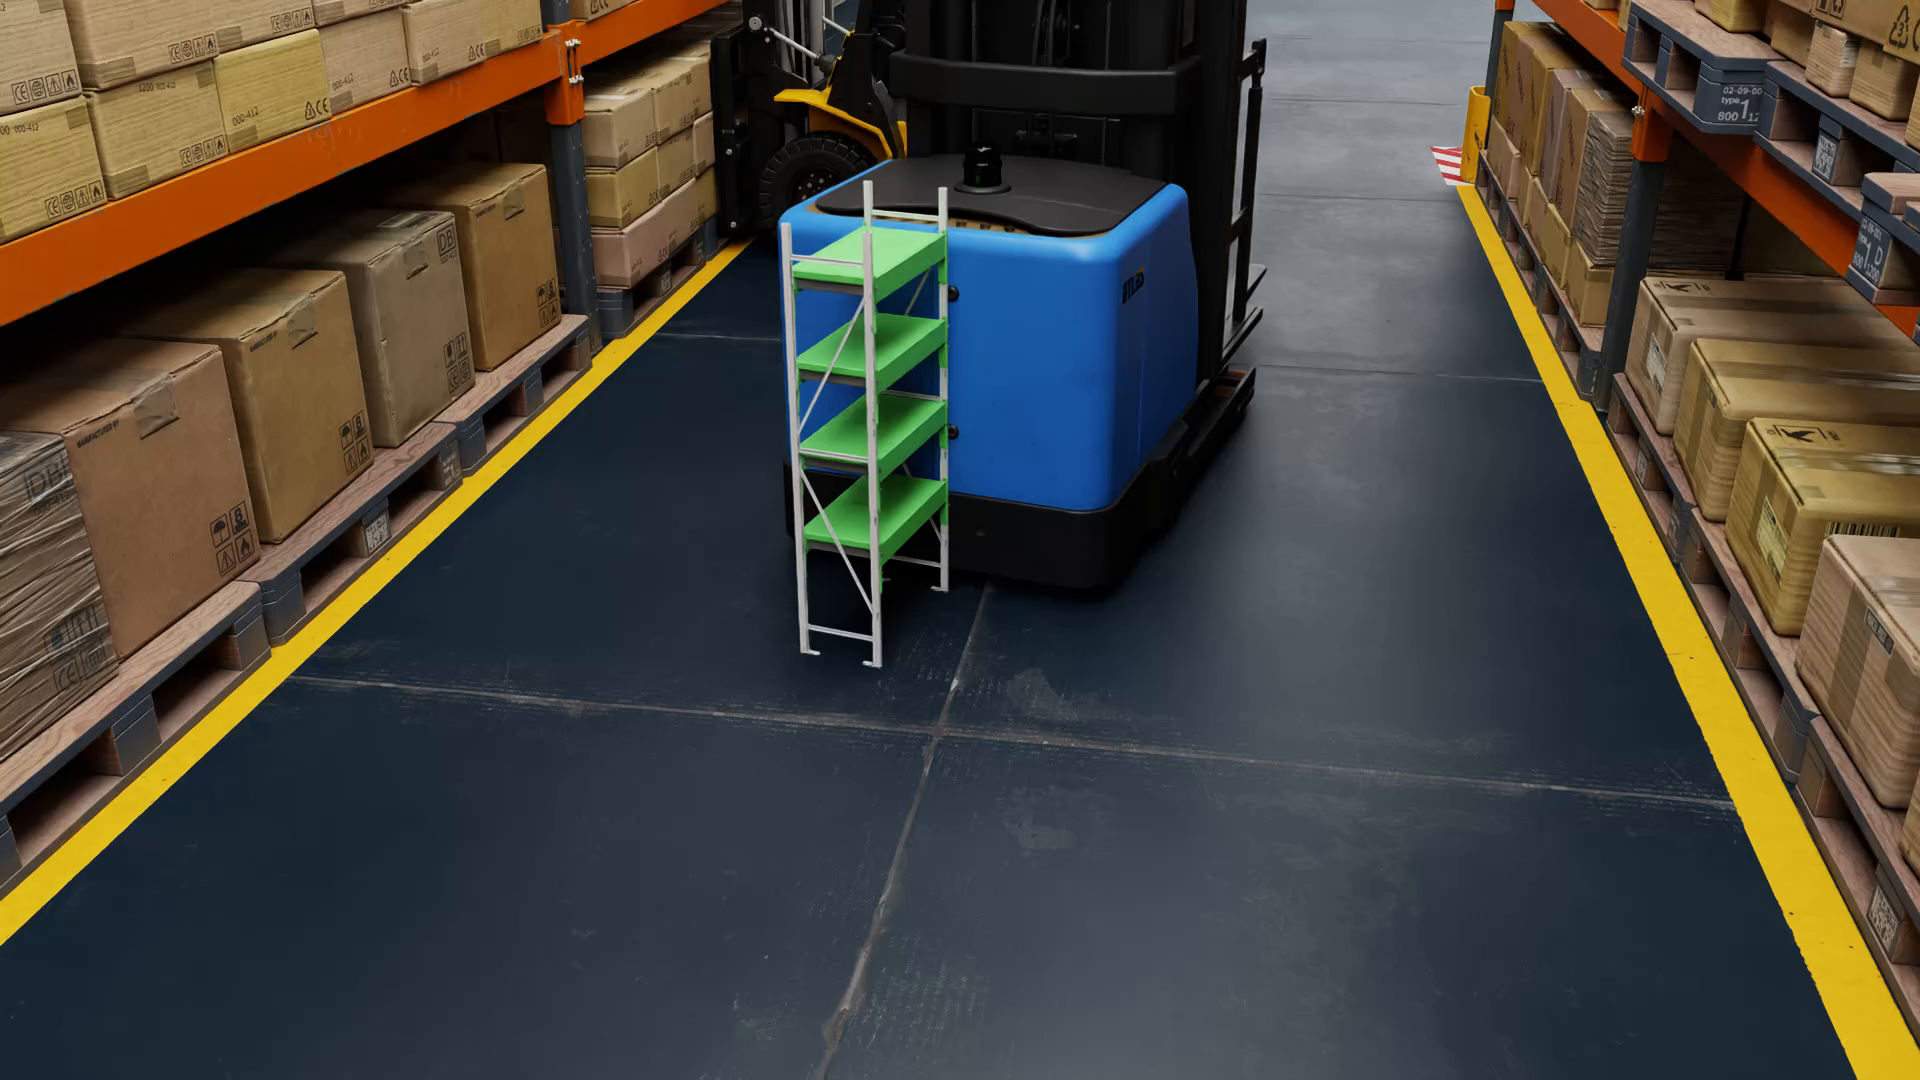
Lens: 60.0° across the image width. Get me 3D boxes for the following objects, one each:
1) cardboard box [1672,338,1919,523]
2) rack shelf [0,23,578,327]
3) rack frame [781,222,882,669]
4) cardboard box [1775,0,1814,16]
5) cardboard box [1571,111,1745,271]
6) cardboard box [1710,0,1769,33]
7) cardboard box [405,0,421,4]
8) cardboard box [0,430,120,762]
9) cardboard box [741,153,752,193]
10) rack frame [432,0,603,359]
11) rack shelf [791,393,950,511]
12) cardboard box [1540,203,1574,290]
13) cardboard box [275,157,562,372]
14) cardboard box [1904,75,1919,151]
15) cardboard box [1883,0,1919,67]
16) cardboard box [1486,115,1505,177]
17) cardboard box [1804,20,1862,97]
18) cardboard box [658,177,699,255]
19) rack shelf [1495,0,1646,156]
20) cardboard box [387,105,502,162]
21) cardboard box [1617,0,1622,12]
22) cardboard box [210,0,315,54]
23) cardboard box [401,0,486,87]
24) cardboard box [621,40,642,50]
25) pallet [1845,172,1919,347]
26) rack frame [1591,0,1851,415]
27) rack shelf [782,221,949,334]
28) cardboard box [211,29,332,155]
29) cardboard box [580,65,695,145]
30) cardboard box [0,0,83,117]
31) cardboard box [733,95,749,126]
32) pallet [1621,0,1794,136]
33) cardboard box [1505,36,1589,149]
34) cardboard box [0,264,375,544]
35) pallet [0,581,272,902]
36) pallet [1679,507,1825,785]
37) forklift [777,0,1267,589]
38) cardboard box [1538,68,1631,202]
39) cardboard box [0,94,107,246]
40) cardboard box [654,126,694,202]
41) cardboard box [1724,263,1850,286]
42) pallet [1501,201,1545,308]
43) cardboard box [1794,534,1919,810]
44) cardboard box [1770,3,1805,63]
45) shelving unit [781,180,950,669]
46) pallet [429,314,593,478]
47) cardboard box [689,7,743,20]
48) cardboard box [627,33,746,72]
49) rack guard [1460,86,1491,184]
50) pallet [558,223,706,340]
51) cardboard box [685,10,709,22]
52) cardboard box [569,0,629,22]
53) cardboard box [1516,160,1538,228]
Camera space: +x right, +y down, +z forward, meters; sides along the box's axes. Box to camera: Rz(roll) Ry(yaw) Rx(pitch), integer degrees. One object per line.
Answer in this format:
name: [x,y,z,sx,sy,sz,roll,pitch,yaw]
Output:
cardboard box: [2.704,-0.301,4.960,0.950,0.372,0.625,6,26,12]
rack shelf: [-2.323,-1.002,4.701,1.077,0.370,4.000,4,25,9]
rack frame: [-0.325,-0.216,4.296,0.240,1.200,0.015,9,27,19]
cardboard box: [2.366,-1.601,4.167,0.500,0.500,0.500,4,25,8]
cardboard box: [2.733,-1.372,6.507,0.500,0.500,0.500,4,25,8]
cardboard box: [2.450,-1.585,4.899,0.380,0.149,0.250,5,25,10]
cardboard box: [-1.901,-1.884,5.324,0.500,0.250,0.500,3,25,7]
cardboard box: [-2.535,0.134,3.731,0.875,0.625,0.625,5,26,10]
cardboard box: [-1.352,-1.929,8.581,0.500,0.250,0.500,5,26,10]
rack frame: [-1.996,-2.164,6.335,1.000,3.000,0.127,4,25,9]
rack shelf: [-0.236,-0.254,4.529,0.258,0.148,0.480,9,27,19]
cardboard box: [2.810,-1.256,7.143,0.500,0.250,0.500,3,25,7]
cardboard box: [-2.070,-1.060,6.282,0.875,0.625,0.625,5,26,11]
cardboard box: [2.119,-0.825,3.276,0.380,0.149,0.250,4,25,9]
cardboard box: [2.203,-1.157,3.219,0.500,0.500,0.500,2,25,5]
cardboard box: [3.150,-2.121,8.992,0.500,0.250,0.500,4,25,8]
cardboard box: [2.259,-1.146,3.961,0.380,0.149,0.250,5,26,11]
cardboard box: [-1.523,-1.502,7.668,0.500,0.250,0.500,3,25,7]
rack shelf: [3.228,-2.333,7.544,1.077,0.370,4.000,4,25,9]
cardboard box: [-2.107,-1.781,7.086,0.500,0.250,0.500,5,25,10]
cardboard box: [2.861,-2.175,6.655,0.380,0.149,0.250,4,25,8]
cardboard box: [-2.092,-1.461,4.420,0.500,0.250,0.500,4,25,9]
cardboard box: [-1.897,-1.657,5.428,0.500,0.250,0.500,4,25,8]
cardboard box: [-1.869,-2.416,8.441,0.500,0.250,0.500,4,25,8]
pallet: [2.259,-0.367,2.723,1.213,0.211,1.003,4,25,9]
rack frame: [2.901,-1.822,5.604,1.000,3.000,0.127,4,25,9]
rack shelf: [-0.236,-0.689,4.325,0.258,0.148,0.480,9,27,19]
cardboard box: [-2.086,-1.235,4.527,0.500,0.250,0.500,5,26,10]
cardboard box: [-1.514,-1.956,7.458,0.500,0.250,0.500,4,25,9]
cardboard box: [-2.253,-1.028,3.495,0.500,0.250,0.500,5,26,10]
cardboard box: [-1.355,-2.148,8.459,0.500,0.250,0.500,4,25,8]
pallet: [2.633,-1.425,4.983,1.003,0.211,1.213,4,25,9]
cardboard box: [3.066,-2.232,8.344,0.500,0.500,0.500,3,25,7]
cardboard box: [-2.326,-0.421,4.918,0.875,0.625,0.625,3,25,6]
pallet: [-2.477,0.430,4.082,1.003,0.211,1.213,4,25,9]
pallet: [2.578,0.279,4.406,1.003,0.211,1.213,4,25,9]
forklift: [0.473,-1.786,5.609,1.130,2.935,3.031,9,27,19]
cardboard box: [2.897,-1.799,7.418,0.500,0.500,0.500,5,26,11]
cardboard box: [-2.249,-0.802,3.602,0.500,0.250,0.500,3,25,7]
cardboard box: [-1.532,-1.727,7.560,0.500,0.250,0.500,4,25,8]
cardboard box: [3.264,-0.995,6.585,0.500,0.250,0.500,3,25,6]
pallet: [3.173,-1.354,7.894,1.003,0.211,1.213,4,25,9]
cardboard box: [2.462,0.306,3.662,0.950,0.372,0.625,4,25,8]
cardboard box: [2.396,-1.357,4.411,0.380,0.149,0.250,4,25,9]
shelving unit: [-0.236,-0.312,4.502,0.258,1.200,0.503,9,27,19]
pallet: [-2.078,-0.590,6.262,1.003,0.211,1.213,4,25,9]
cardboard box: [-1.188,-2.807,9.277,0.500,0.250,0.500,4,25,9]
cardboard box: [-1.351,-2.384,8.373,0.500,0.250,0.500,4,25,7]
rack guard: [3.543,-2.331,9.640,1.175,0.500,0.348,4,25,9]
pallet: [-1.825,-1.231,7.631,1.003,0.211,1.213,4,25,9]
cardboard box: [-1.686,-2.838,9.343,0.500,0.250,0.500,4,25,9]
cardboard box: [-1.666,-2.377,6.672,0.500,0.500,0.500,3,25,7]
cardboard box: [2.983,-1.679,8.048,0.500,0.250,0.500,6,26,12]
